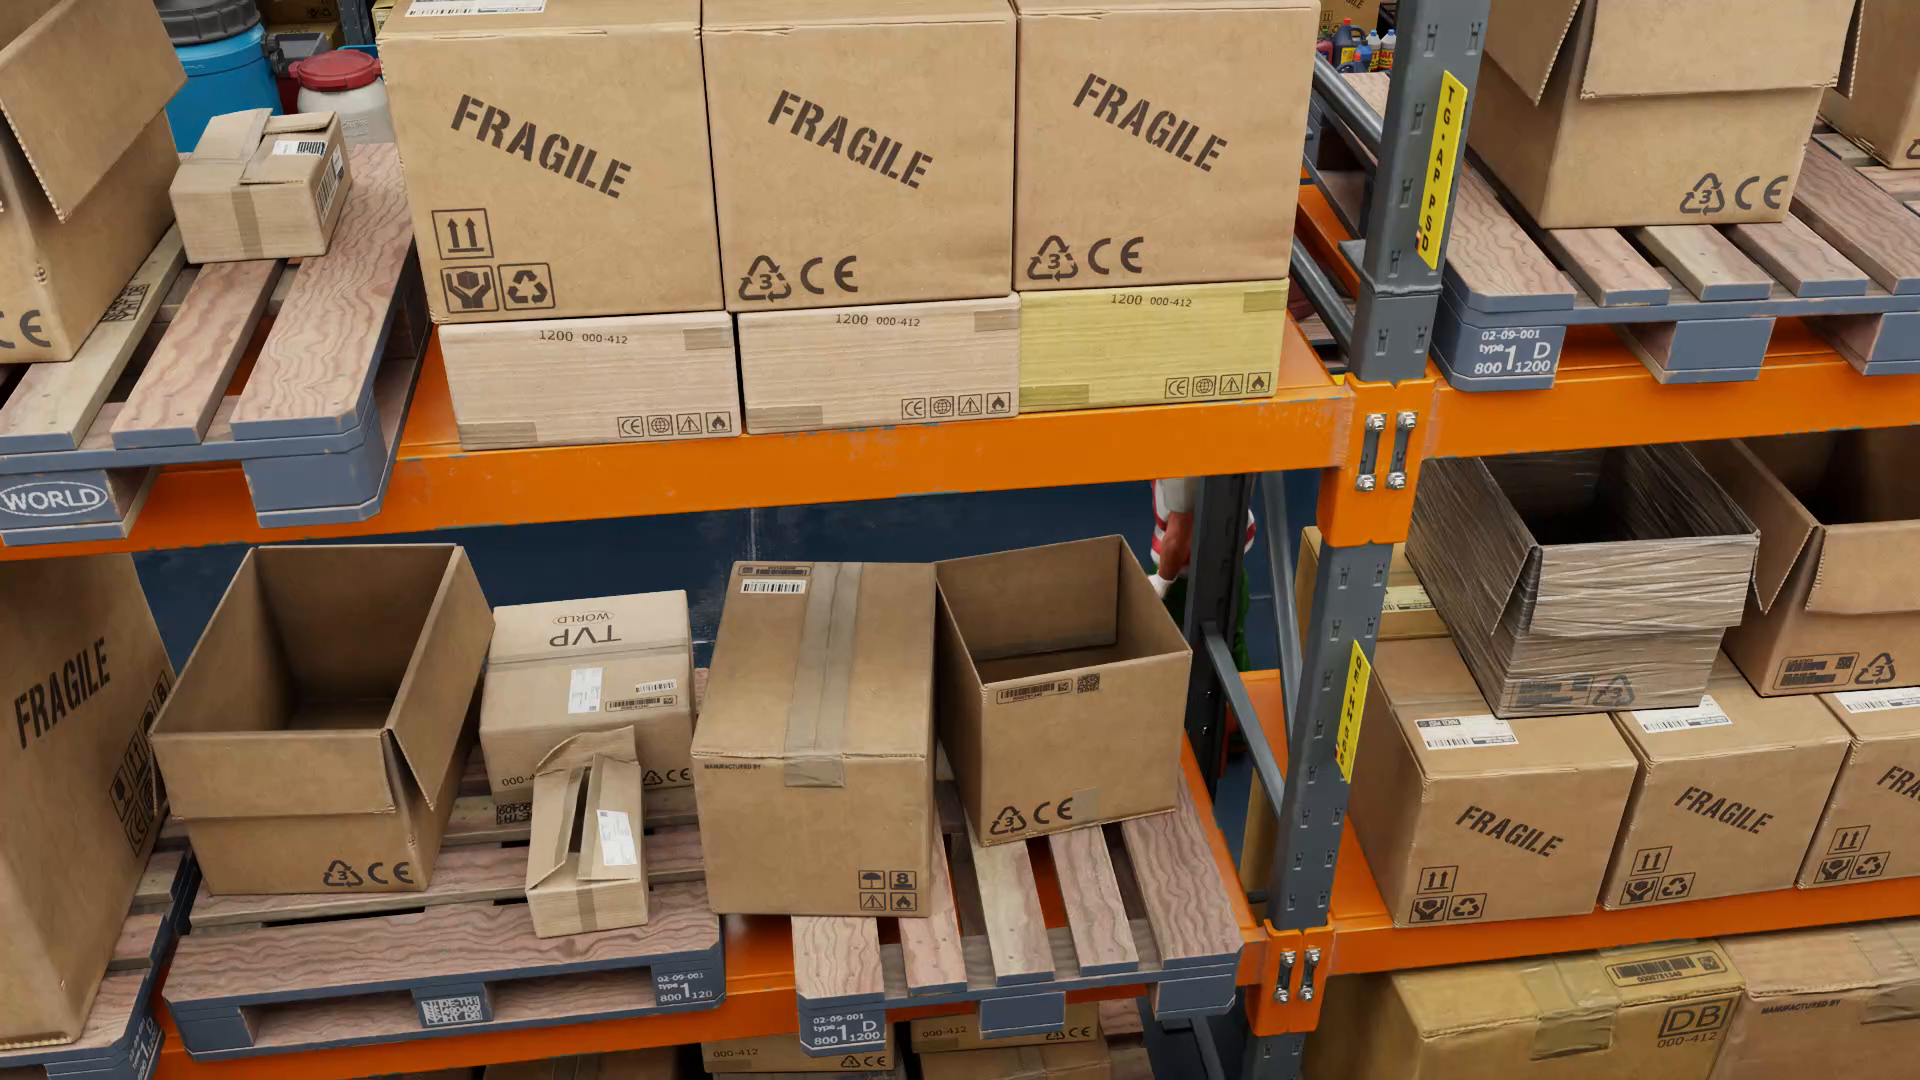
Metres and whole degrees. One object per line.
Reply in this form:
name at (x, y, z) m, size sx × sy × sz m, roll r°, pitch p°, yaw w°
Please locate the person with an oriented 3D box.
person at (0.840, 0.052, 6.026) m, size 0.531 × 1.792 × 0.564 m, roll 27°, pitch 43°, yaw 33°
